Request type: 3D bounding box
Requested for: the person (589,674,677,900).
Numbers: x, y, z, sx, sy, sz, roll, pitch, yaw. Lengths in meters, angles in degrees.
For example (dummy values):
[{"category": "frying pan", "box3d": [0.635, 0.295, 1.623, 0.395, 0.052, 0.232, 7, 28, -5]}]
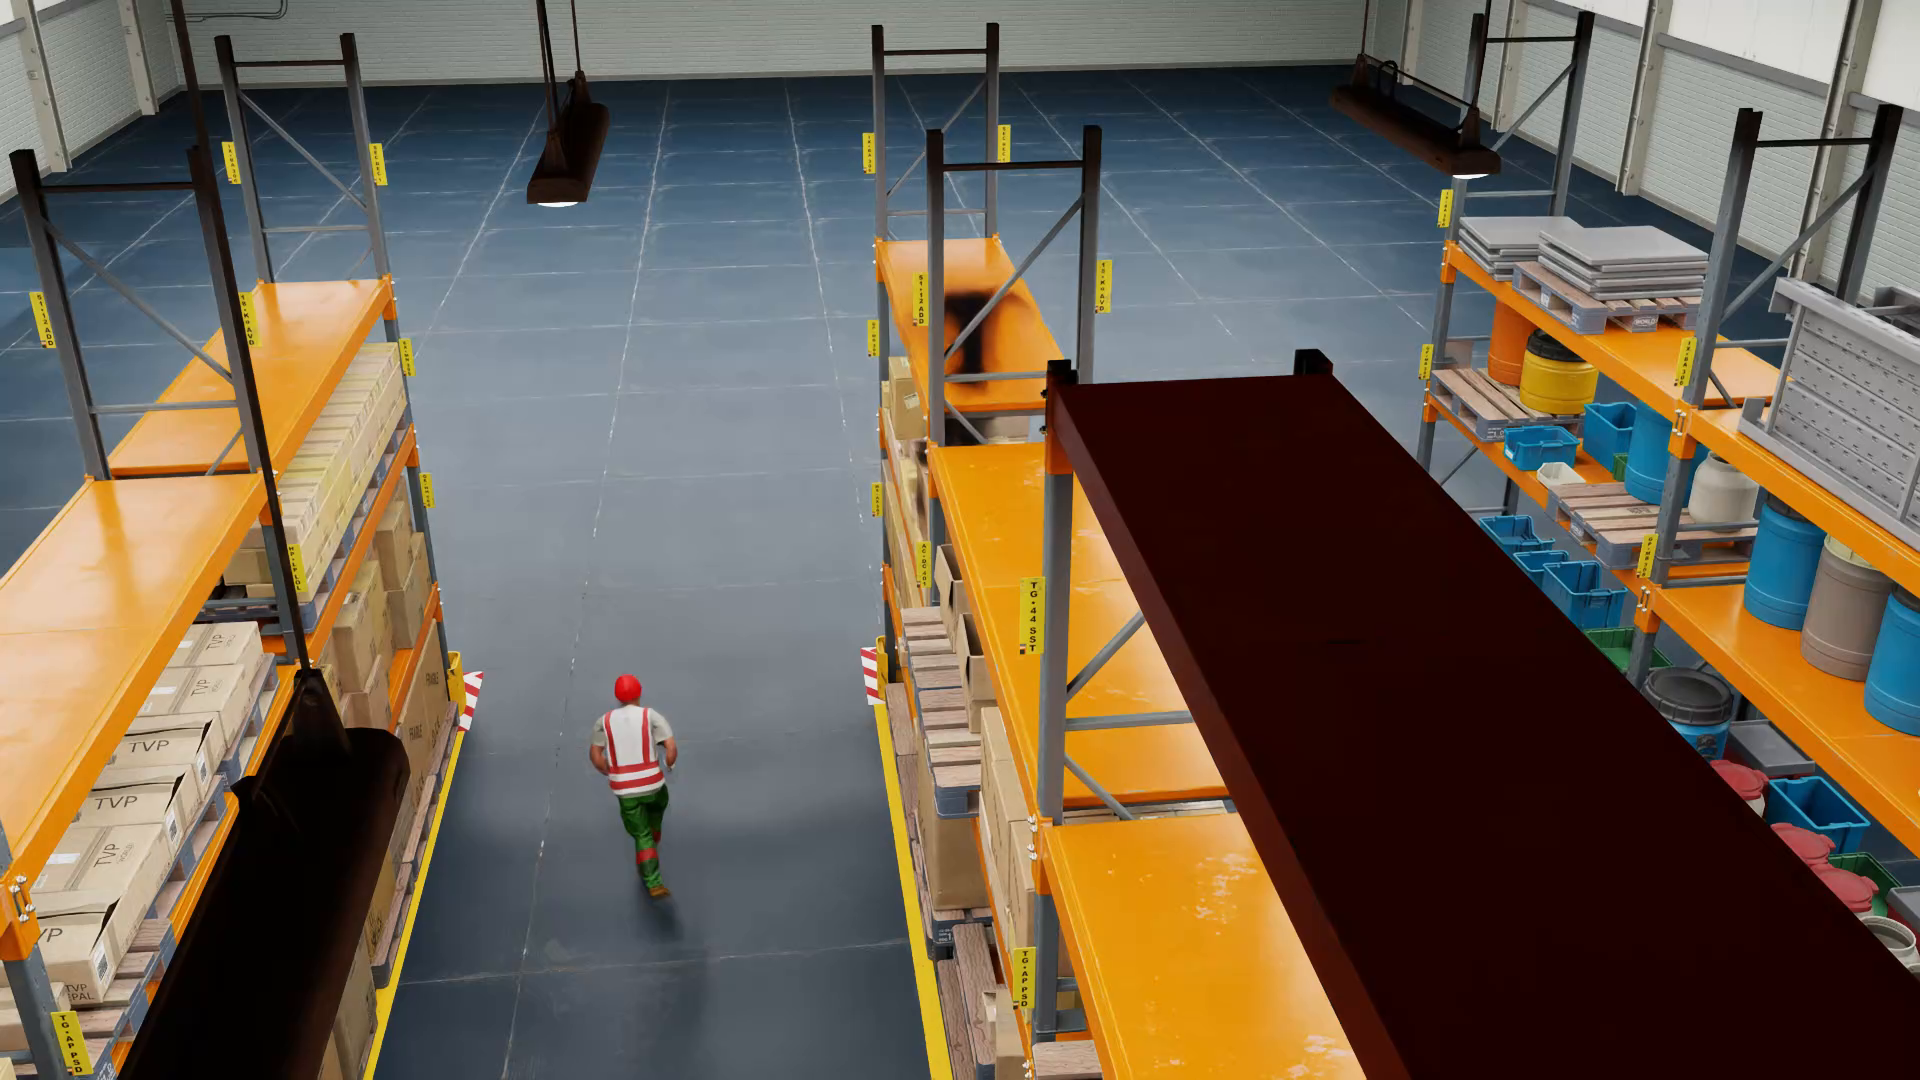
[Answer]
[{"category": "person", "box3d": [-2.449, 1.943, 12.587, 0.655, 1.683, 1.059, -4, 26, -8]}]
